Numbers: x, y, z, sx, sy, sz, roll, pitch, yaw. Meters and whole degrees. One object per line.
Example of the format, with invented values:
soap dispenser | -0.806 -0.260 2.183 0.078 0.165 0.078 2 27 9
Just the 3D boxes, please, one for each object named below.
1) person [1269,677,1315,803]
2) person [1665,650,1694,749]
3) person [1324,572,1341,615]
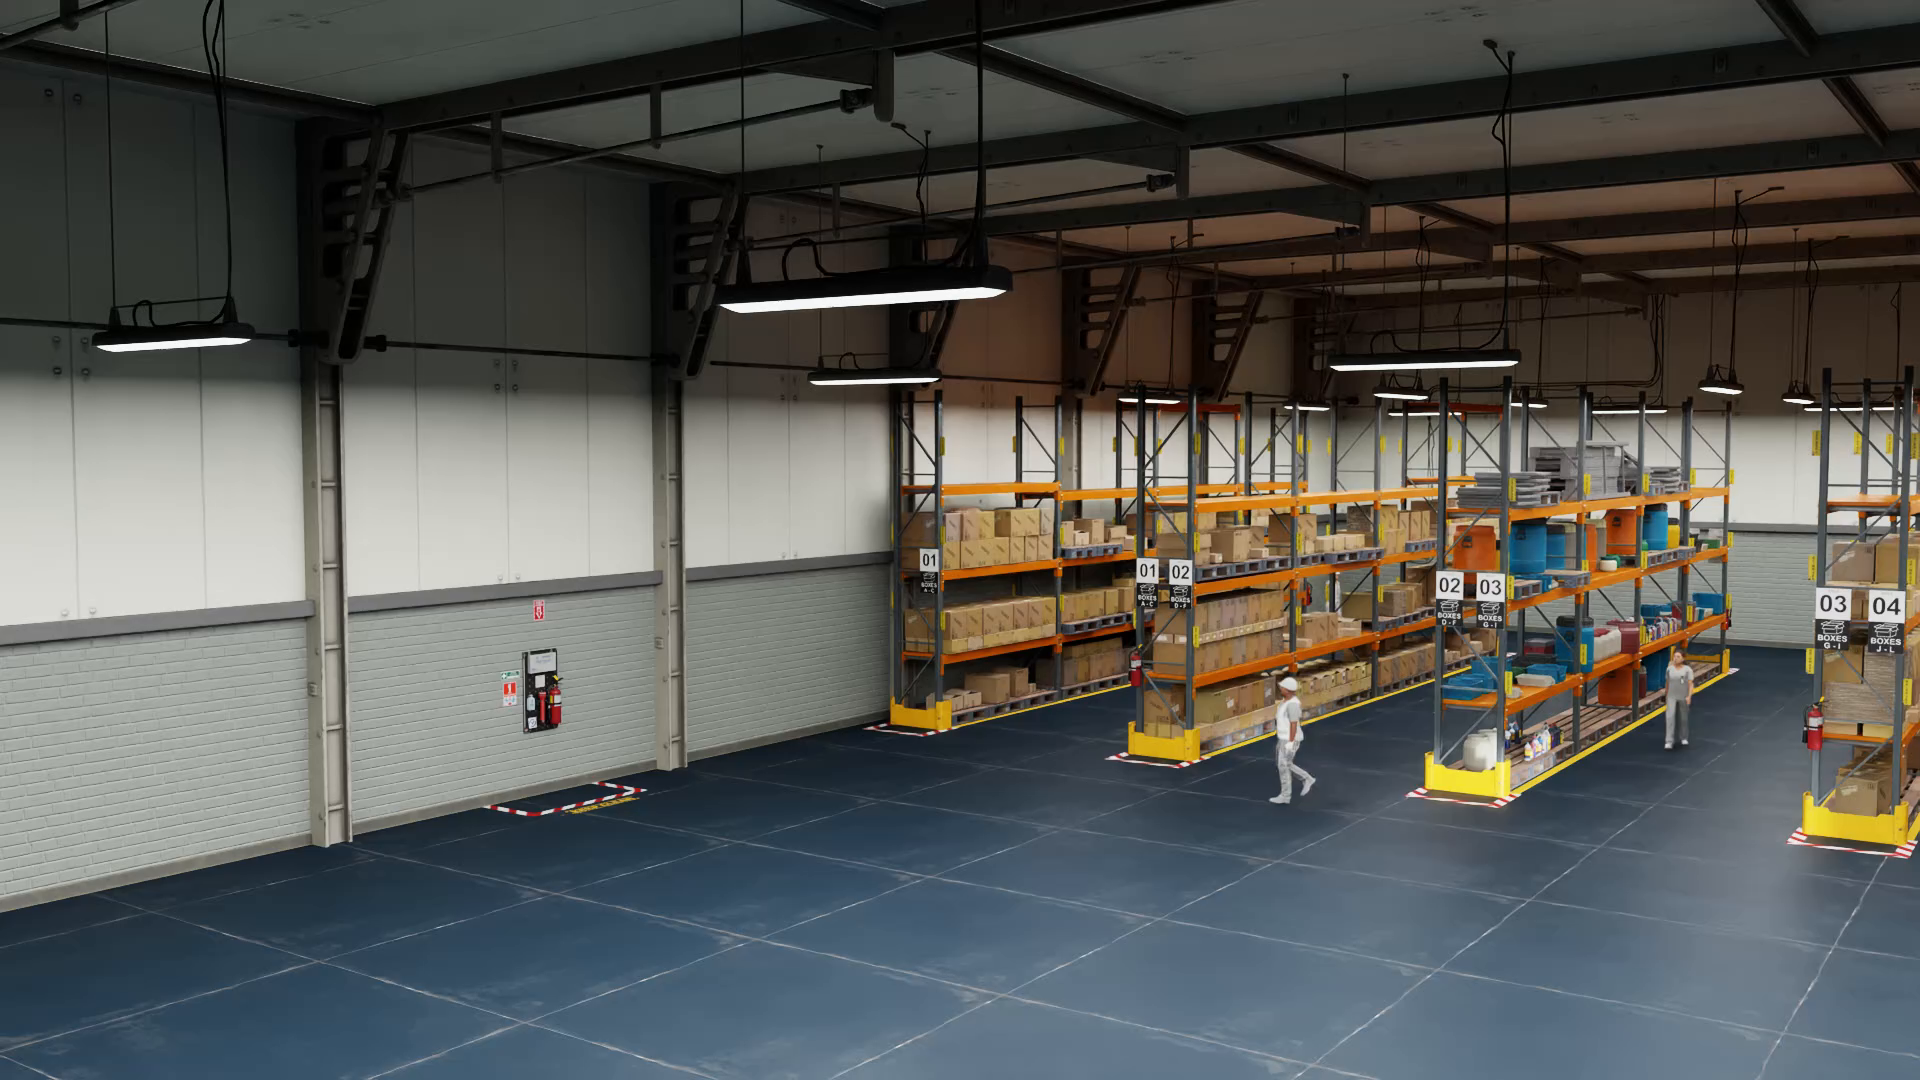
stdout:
person | 4.665 2.793 23.263 0.711 1.769 0.558 0 3 -8
person | 11.872 2.623 27.468 0.462 1.615 1.001 2 4 31
person | 9.689 1.654 43.475 0.589 1.782 0.688 -3 4 -40
